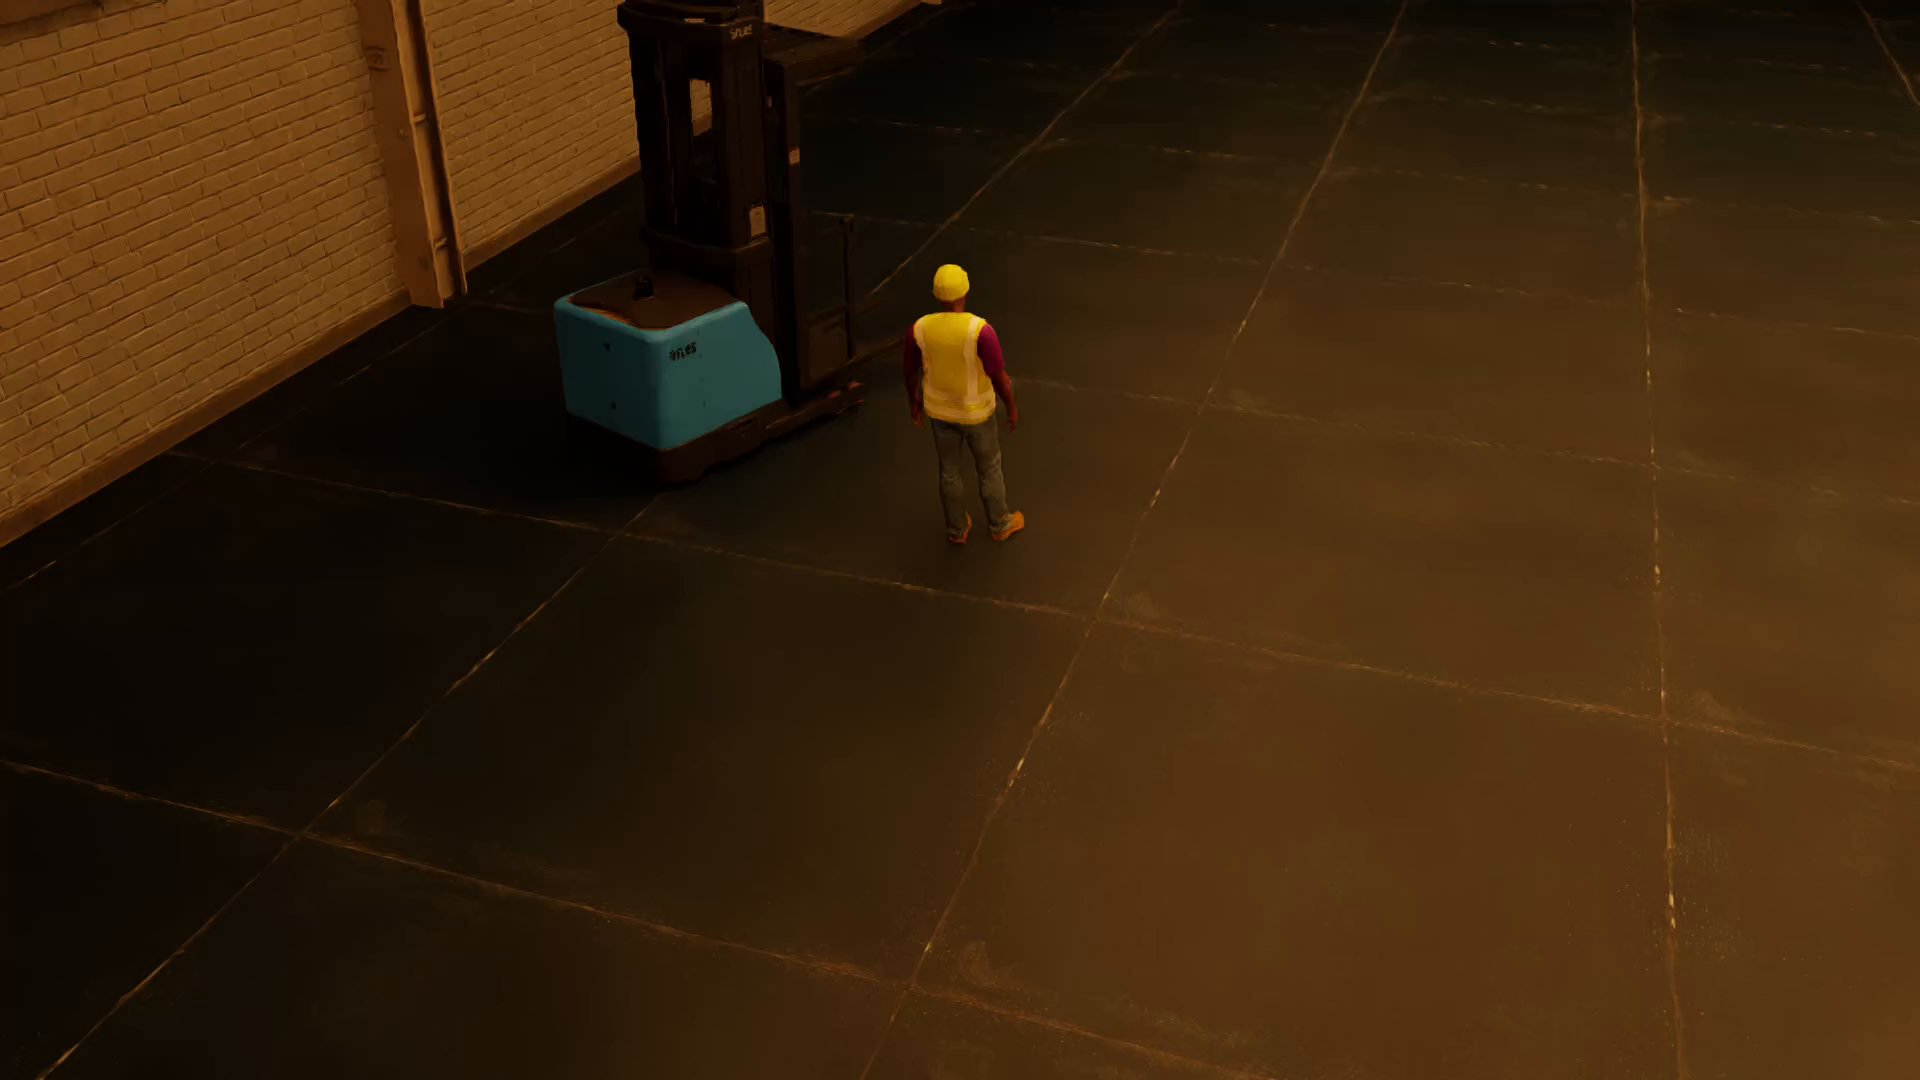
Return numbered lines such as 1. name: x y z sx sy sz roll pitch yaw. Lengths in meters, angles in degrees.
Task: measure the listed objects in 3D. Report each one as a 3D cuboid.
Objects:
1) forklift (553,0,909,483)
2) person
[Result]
1. forklift: -1.305 -2.295 11.163 1.130 2.935 3.031 22 36 33
2. person: 0.028 -0.805 9.711 0.665 1.766 0.576 10 31 16
